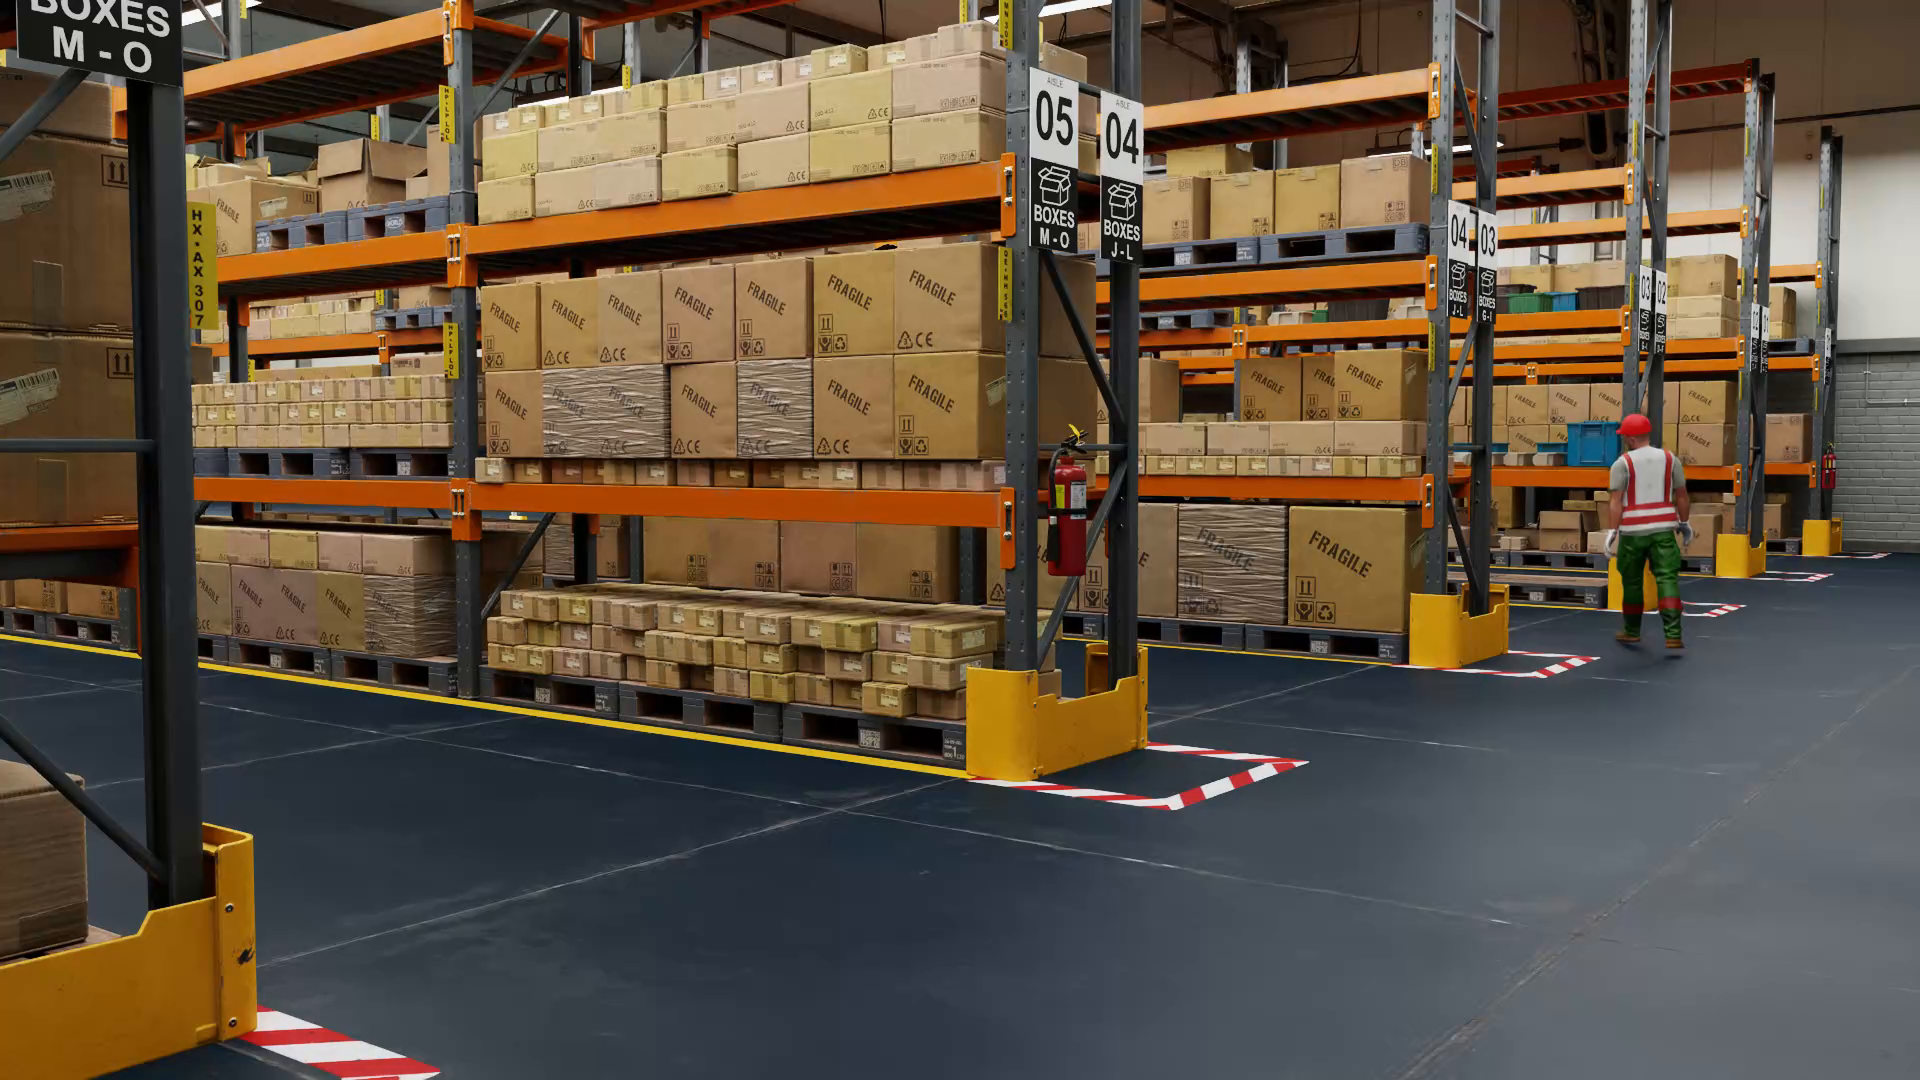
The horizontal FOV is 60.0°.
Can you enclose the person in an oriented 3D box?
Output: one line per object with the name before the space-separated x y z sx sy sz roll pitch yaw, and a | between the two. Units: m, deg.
person | 5.101 -0.071 12.352 0.666 1.728 0.997 1 3 11
